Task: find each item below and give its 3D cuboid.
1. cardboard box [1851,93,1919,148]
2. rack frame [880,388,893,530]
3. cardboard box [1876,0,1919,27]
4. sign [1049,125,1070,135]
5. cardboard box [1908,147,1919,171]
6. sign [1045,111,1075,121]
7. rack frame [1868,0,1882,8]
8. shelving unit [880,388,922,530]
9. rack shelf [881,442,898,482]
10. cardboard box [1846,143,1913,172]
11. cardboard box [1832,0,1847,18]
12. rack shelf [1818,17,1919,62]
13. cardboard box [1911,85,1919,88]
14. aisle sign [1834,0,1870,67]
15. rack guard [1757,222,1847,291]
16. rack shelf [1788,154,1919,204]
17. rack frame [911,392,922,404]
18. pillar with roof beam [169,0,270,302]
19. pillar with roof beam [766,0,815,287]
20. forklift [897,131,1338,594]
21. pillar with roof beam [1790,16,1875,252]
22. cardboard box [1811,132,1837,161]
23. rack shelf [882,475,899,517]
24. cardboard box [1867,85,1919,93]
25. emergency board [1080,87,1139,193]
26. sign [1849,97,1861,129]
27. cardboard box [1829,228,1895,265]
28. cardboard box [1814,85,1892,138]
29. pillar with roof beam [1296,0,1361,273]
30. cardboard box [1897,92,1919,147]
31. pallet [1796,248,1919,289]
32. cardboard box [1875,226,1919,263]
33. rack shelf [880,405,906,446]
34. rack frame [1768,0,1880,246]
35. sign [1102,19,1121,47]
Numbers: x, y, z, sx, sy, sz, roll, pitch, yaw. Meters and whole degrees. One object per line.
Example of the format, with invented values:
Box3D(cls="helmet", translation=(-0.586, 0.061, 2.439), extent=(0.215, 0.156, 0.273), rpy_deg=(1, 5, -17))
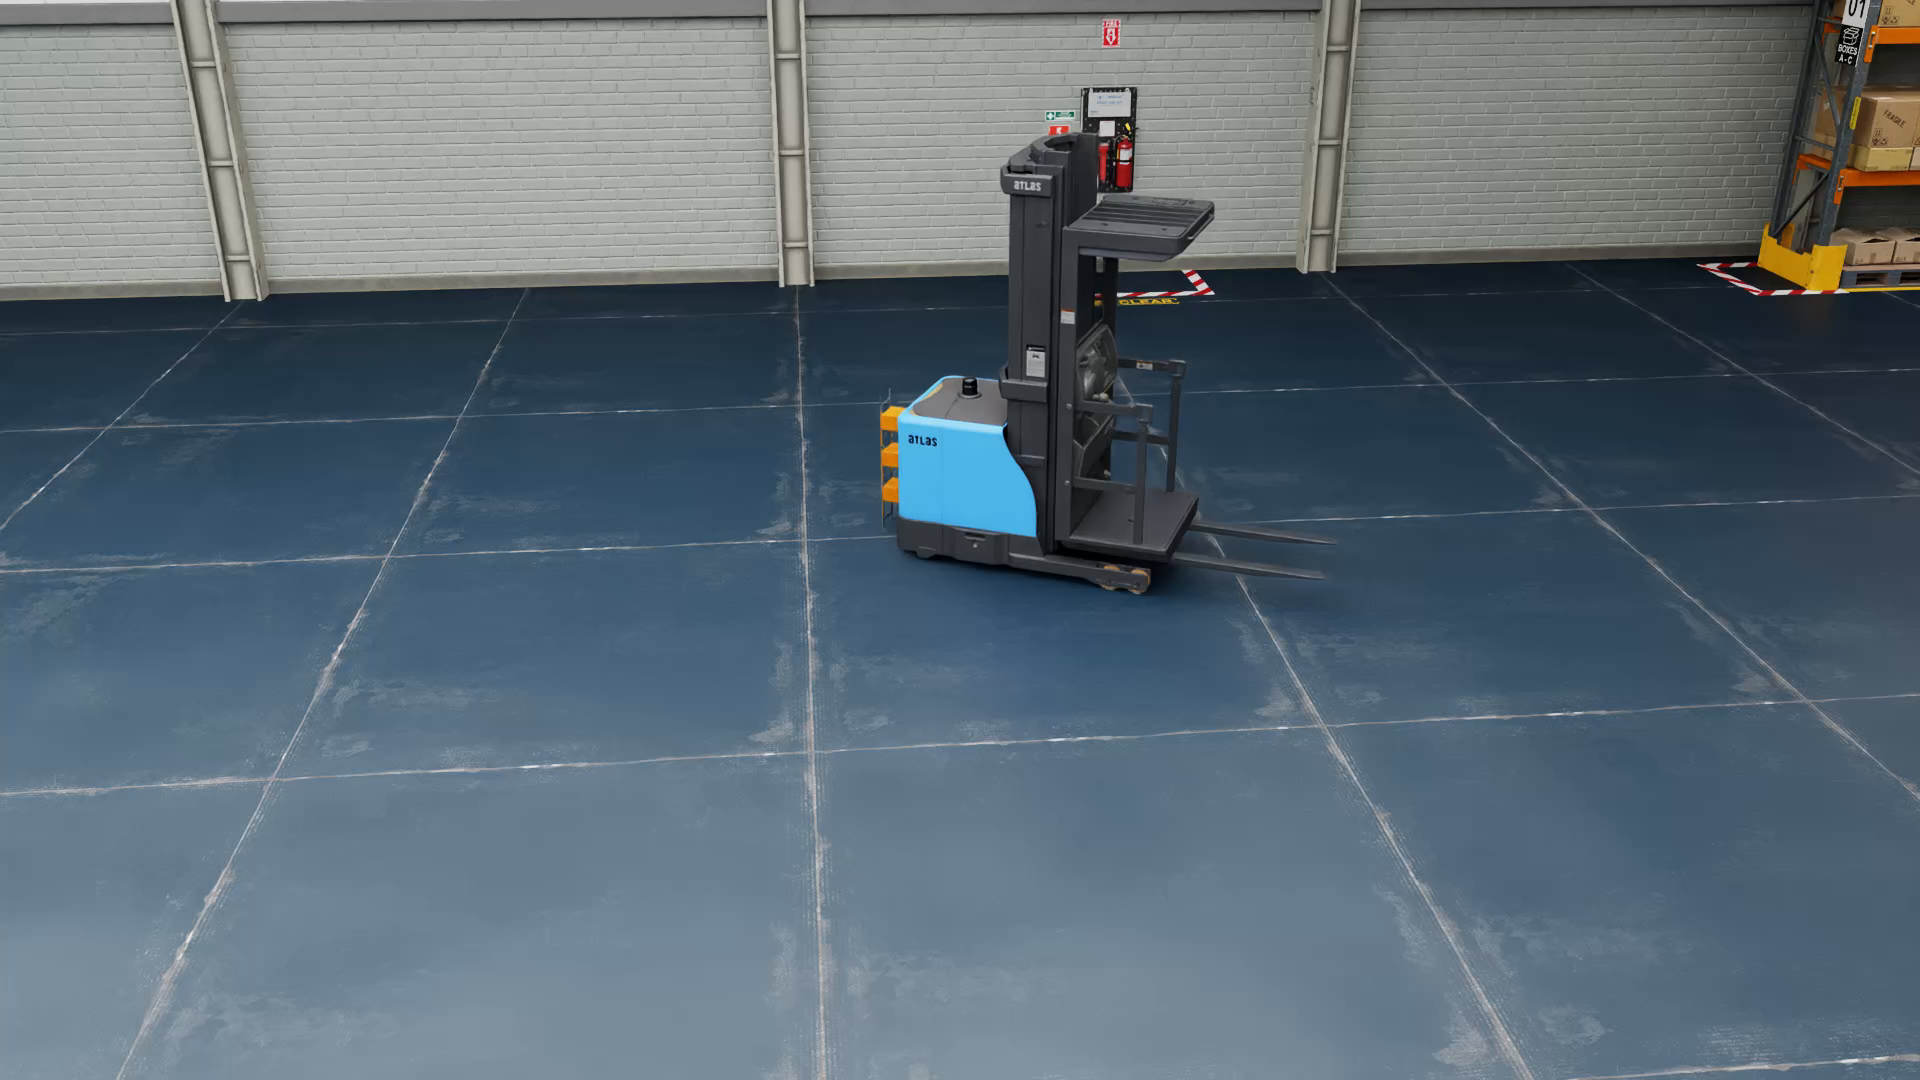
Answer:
Box3D(cls="cardboard box", translation=(9.994, -4.556, 18.044), extent=(0.500, 0.500, 0.500), rpy_deg=(-2, 24, -5))
Box3D(cls="rack frame", translation=(-0.544, -0.595, 12.295), extent=(0.008, 1.050, 0.200), rpy_deg=(8, 25, 18))
Box3D(cls="cardboard box", translation=(9.846, -5.713, 17.569), extent=(0.500, 0.500, 0.500), rpy_deg=(-2, 24, -4))
Box3D(cls="sign", translation=(1.106, -4.466, 18.560), extent=(0.234, 0.329, 0.001), rpy_deg=(-2, 24, -5))
Box3D(cls="cardboard box", translation=(10.521, -4.233, 18.241), extent=(0.500, 0.250, 0.500), rpy_deg=(-3, 24, -7))
Box3D(cls="sign", translation=(1.112, -4.705, 18.445), extent=(0.331, 0.109, 0.001), rpy_deg=(-2, 24, -5))
Box3D(cls="rack frame", translation=(9.489, -7.117, 17.182), extent=(0.127, 3.000, 1.000), rpy_deg=(-2, 24, -5))
Box3D(cls="shelving unit", translation=(-0.429, -0.578, 12.258), extent=(0.252, 1.050, 0.215), rpy_deg=(8, 25, 18))
Box3D(cls="rack shelf", translation=(-0.429, -0.568, 12.262), extent=(0.240, 0.259, 0.215), rpy_deg=(8, 25, 18))
Box3D(cls="cardboard box", translation=(10.006, -4.207, 18.182), extent=(0.500, 0.250, 0.500), rpy_deg=(-3, 24, -7))
Box3D(cls="cardboard box", translation=(9.879, -5.920, 18.034), extent=(0.500, 0.500, 0.500), rpy_deg=(-1, 24, -1))
Box3D(cls="rack shelf", translation=(11.479, -5.497, 18.117), extent=(4.000, 0.370, 1.077), rpy_deg=(-2, 24, -5))
Box3D(cls="cardboard box", translation=(10.953, -4.802, 18.597), extent=(0.500, 0.500, 0.500), rpy_deg=(-3, 24, -7))
Box3D(cls="aisle sign", translation=(9.447, -5.439, 17.593), extent=(0.004, 0.787, 0.394), rpy_deg=(-2, 24, -5))
Box3D(cls="rack guard", translation=(9.565, -3.236, 18.915), extent=(0.348, 0.500, 1.175), rpy_deg=(-2, 24, -5))
Box3D(cls="rack shelf", translation=(11.479, -4.126, 18.726), extent=(4.000, 0.370, 1.077), rpy_deg=(-2, 24, -5))
Box3D(cls="rack frame", translation=(-0.314, -0.561, 12.221), extent=(0.008, 1.050, 0.200), rpy_deg=(8, 25, 18))
Box3D(cls="pillar with roof beam", translation=(-7.389, -5.035, 12.500), extent=(0.400, 9.000, 9.100), rpy_deg=(-2, 24, -5))
Box3D(cls="pillar with roof beam", translation=(-1.418, -5.275, 13.039), extent=(0.400, 9.000, 9.100), rpy_deg=(-2, 24, -5))
Box3D(cls="forklift", translation=(1.122, -1.212, 11.367), extent=(3.031, 2.935, 1.130), rpy_deg=(8, 25, 18))
Box3D(cls="pillar with roof beam", translation=(10.524, -5.754, 14.116), extent=(0.400, 9.000, 9.100), rpy_deg=(-2, 24, -5))
Box3D(cls="cardboard box", translation=(9.935, -4.413, 18.645), extent=(0.500, 0.250, 0.500), rpy_deg=(-2, 24, -4))
Box3D(cls="rack shelf", translation=(-0.429, -0.314, 12.375), extent=(0.240, 0.259, 0.215), rpy_deg=(8, 25, 18))
Box3D(cls="cardboard box", translation=(10.439, -4.779, 18.546), extent=(0.500, 0.500, 0.500), rpy_deg=(-2, 24, -4))
Box3D(cls="emergency board", translation=(1.667, -4.430, 18.524), extent=(0.643, 1.169, 0.194), rpy_deg=(-2, 24, -5))
Box3D(cls="sign", translation=(9.542, -4.551, 17.731), extent=(0.005, 0.325, 0.100), rpy_deg=(-2, 24, -5))
Box3D(cls="cardboard box", translation=(10.186, -3.339, 18.837), extent=(0.500, 0.311, 0.500), rpy_deg=(-5, 24, -11))
Box3D(cls="cardboard box", translation=(9.937, -4.763, 18.510), extent=(0.500, 0.500, 0.500), rpy_deg=(-3, 24, -6))
Box3D(cls="pillar with roof beam", translation=(4.553, -5.515, 13.577), extent=(0.400, 9.000, 9.100), rpy_deg=(-2, 24, -5))
Box3D(cls="cardboard box", translation=(10.486, -4.572, 18.079), extent=(0.500, 0.500, 0.500), rpy_deg=(-2, 24, -5))
Box3D(cls="pallet", translation=(10.376, -3.122, 19.014), extent=(1.213, 0.211, 1.003), rpy_deg=(-2, 24, -5))
Box3D(cls="cardboard box", translation=(10.754, -3.361, 18.888), extent=(0.500, 0.311, 0.500), rpy_deg=(0, 24, -1))
Box3D(cls="rack shelf", translation=(-0.429, -0.828, 12.147), extent=(0.240, 0.259, 0.215), rpy_deg=(8, 25, 18))
Box3D(cls="rack frame", translation=(9.489, -4.375, 18.400), extent=(0.127, 3.000, 1.000), rpy_deg=(-2, 24, -5))
Box3D(cls="sign", translation=(1.649, -5.529, 18.143), extent=(0.199, 0.298, 0.001), rpy_deg=(-2, 24, -5))
